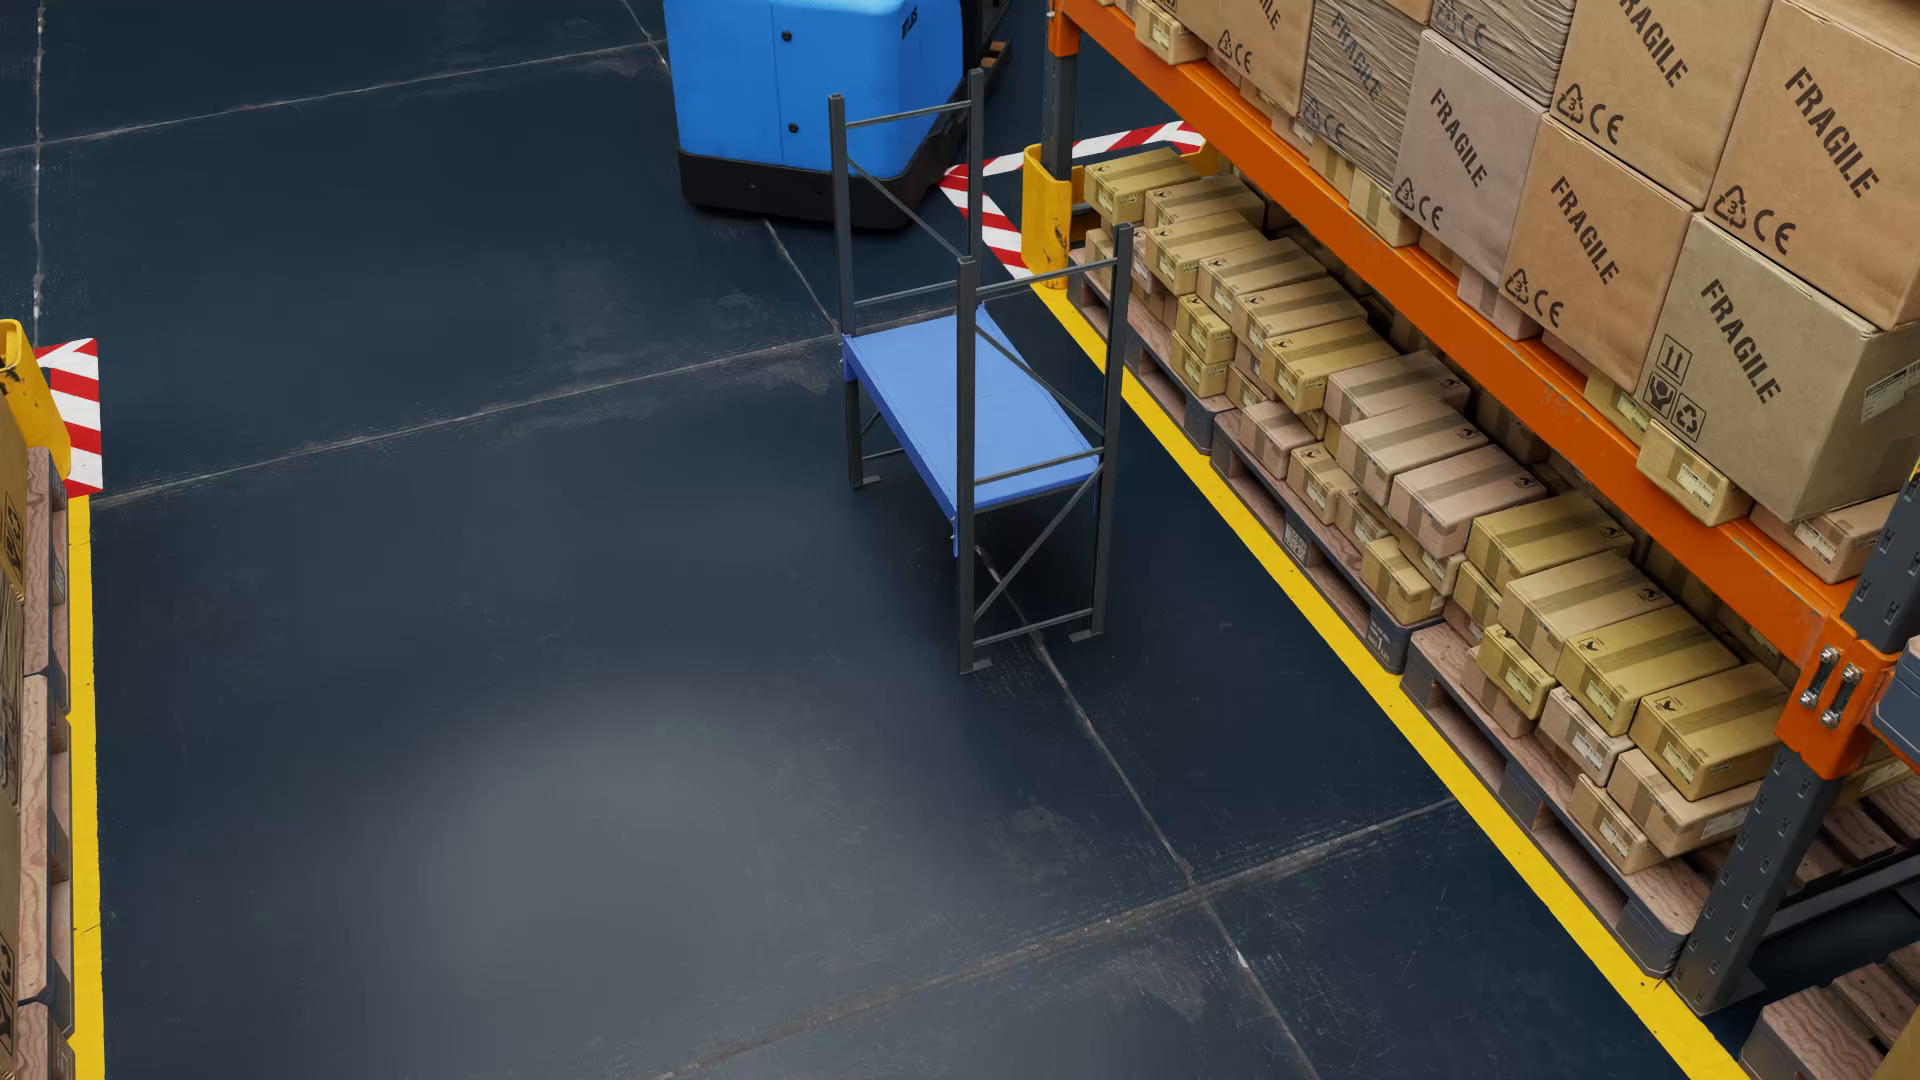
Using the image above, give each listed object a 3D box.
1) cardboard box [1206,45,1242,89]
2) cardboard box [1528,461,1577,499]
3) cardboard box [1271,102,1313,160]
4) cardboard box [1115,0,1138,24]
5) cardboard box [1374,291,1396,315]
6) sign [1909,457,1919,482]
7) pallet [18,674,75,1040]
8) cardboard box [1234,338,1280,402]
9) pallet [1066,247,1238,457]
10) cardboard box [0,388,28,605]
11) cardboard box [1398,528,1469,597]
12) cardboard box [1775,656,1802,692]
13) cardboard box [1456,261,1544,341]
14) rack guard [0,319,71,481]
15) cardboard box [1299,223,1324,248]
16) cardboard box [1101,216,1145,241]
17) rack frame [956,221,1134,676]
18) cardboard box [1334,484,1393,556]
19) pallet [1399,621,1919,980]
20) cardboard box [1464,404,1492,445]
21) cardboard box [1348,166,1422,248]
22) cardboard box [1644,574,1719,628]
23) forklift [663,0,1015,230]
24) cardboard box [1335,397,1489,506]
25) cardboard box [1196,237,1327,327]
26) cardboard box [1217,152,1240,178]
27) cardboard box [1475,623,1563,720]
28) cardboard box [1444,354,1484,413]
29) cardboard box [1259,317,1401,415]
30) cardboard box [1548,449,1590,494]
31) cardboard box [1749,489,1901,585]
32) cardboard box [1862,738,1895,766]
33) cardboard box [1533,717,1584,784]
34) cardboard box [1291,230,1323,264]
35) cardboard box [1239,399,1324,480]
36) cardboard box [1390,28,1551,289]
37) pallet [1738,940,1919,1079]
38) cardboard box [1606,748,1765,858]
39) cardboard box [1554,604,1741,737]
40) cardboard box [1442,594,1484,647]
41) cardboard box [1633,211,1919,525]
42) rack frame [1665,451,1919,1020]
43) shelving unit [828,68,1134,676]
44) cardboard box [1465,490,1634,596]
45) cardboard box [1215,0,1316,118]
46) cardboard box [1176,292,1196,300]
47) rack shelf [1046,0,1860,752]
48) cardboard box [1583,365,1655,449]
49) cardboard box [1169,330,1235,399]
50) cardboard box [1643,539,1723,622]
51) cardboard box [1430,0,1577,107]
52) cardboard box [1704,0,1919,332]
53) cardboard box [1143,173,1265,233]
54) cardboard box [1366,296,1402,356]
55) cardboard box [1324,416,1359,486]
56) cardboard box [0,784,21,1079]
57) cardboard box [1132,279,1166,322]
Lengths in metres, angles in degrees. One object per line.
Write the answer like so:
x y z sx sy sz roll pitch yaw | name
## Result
1.055 -1.654 5.566 0.380 0.149 0.250 -13 42 -15 | cardboard box
2.016 -0.149 5.259 0.380 0.149 0.250 -13 42 -15 | cardboard box
1.204 -1.329 5.188 0.380 0.149 0.250 -16 43 -18 | cardboard box
0.776 -1.952 5.912 0.380 0.149 0.250 -14 43 -15 | cardboard box
1.710 -0.905 5.910 0.380 0.149 0.250 -14 43 -15 | cardboard box
1.851 -0.246 3.071 0.100 0.325 0.005 -15 43 -17 | sign
-2.961 0.963 4.469 1.003 0.211 1.213 -15 43 -17 | pallet
1.197 -0.656 5.849 0.380 0.149 0.250 -17 44 -19 | cardboard box
1.126 -0.866 6.595 1.003 0.211 1.213 -15 43 -17 | pallet
-3.484 -0.278 5.081 0.875 0.875 0.875 -15 43 -17 | cardboard box
1.580 0.000 5.086 0.380 0.149 0.250 -14 43 -16 | cardboard box
2.409 0.380 4.416 0.380 0.149 0.250 -13 42 -15 | cardboard box
1.570 -0.697 4.453 0.380 0.149 0.250 -17 43 -19 | cardboard box
-3.812 -0.357 5.782 1.175 0.500 0.348 -15 43 -17 | rack guard
1.515 -1.225 6.282 0.380 0.149 0.250 -16 43 -18 | cardboard box
0.782 -1.278 6.572 0.380 0.149 0.250 -13 42 -15 | cardboard box
0.227 -0.211 4.845 0.500 1.500 0.032 -15 43 -17 | rack frame
1.451 -0.084 5.412 0.380 0.149 0.250 -14 43 -16 | cardboard box
2.060 0.604 4.886 1.003 0.211 1.213 -15 43 -17 | pallet
1.907 -0.472 5.635 0.380 0.149 0.250 -15 43 -16 | cardboard box
1.359 -1.000 4.805 0.380 0.149 0.250 -14 43 -16 | cardboard box
2.200 0.186 4.870 0.380 0.149 0.250 -15 43 -17 | cardboard box
-0.360 -3.425 7.485 1.130 2.935 3.031 10 42 12 | forklift
1.406 -0.278 5.181 0.380 0.149 0.250 -17 43 -18 | cardboard box
1.071 -0.922 5.930 0.380 0.149 0.250 -17 44 -19 | cardboard box
1.256 -1.515 6.619 0.380 0.149 0.250 -15 43 -16 | cardboard box
1.701 0.324 4.709 0.380 0.149 0.250 -17 43 -18 | cardboard box
1.835 -0.568 5.518 0.380 0.149 0.250 -15 43 -17 | cardboard box
1.227 -0.583 5.535 0.380 0.149 0.250 -14 43 -16 | cardboard box
2.073 -0.266 5.167 0.380 0.149 0.250 -14 43 -16 | cardboard box
2.024 -0.076 3.730 0.380 0.149 0.250 -16 43 -17 | cardboard box
2.506 0.453 4.559 0.380 0.149 0.250 -13 42 -15 | cardboard box
1.862 0.536 4.691 0.380 0.149 0.250 -14 43 -16 | cardboard box
1.485 -1.099 6.363 0.380 0.149 0.250 -17 43 -19 | cardboard box
1.198 -0.382 5.758 0.380 0.149 0.250 -17 44 -19 | cardboard box
1.517 -1.042 4.356 0.500 0.500 0.500 -15 43 -17 | cardboard box
2.649 1.469 3.880 1.003 0.211 1.213 -15 43 -17 | pallet
1.935 0.641 4.340 0.380 0.149 0.250 -14 43 -16 | cardboard box
1.838 0.345 4.456 0.380 0.149 0.250 -15 43 -16 | cardboard box
1.713 0.204 5.077 0.380 0.149 0.250 -16 43 -18 | cardboard box
1.903 -0.429 3.643 0.500 0.500 0.500 -15 43 -17 | cardboard box
2.349 -0.057 3.516 1.000 3.000 0.127 -15 43 -17 | rack frame
0.033 -0.517 5.201 0.538 1.500 1.048 -15 43 -17 | shelving unit
1.709 0.021 4.833 0.380 0.149 0.250 -14 43 -15 | cardboard box
1.140 -1.664 5.080 0.500 0.500 0.500 -15 43 -16 | cardboard box
1.010 -0.974 6.218 0.380 0.149 0.250 -15 43 -16 | cardboard box
1.584 -0.989 5.152 1.077 0.370 4.000 -15 43 -17 | rack shelf
1.778 -0.380 4.084 0.380 0.149 0.250 -13 42 -15 | cardboard box
0.997 -0.683 6.108 0.380 0.149 0.250 -15 43 -16 | cardboard box
2.216 0.059 4.789 0.380 0.149 0.250 -16 43 -17 | cardboard box
1.534 -1.425 4.035 0.500 0.500 0.500 -14 43 -16 | cardboard box
1.920 -0.803 3.311 0.500 0.500 0.500 -17 43 -18 | cardboard box
0.922 -1.234 6.293 0.380 0.149 0.250 -14 43 -16 | cardboard box
1.695 -0.790 6.004 0.380 0.149 0.250 -14 43 -16 | cardboard box
1.434 -0.338 5.479 0.380 0.149 0.250 -13 42 -15 | cardboard box
-2.795 0.806 3.820 0.875 0.875 0.875 -15 43 -17 | cardboard box
0.899 -1.013 6.491 0.380 0.149 0.250 -15 43 -17 | cardboard box
